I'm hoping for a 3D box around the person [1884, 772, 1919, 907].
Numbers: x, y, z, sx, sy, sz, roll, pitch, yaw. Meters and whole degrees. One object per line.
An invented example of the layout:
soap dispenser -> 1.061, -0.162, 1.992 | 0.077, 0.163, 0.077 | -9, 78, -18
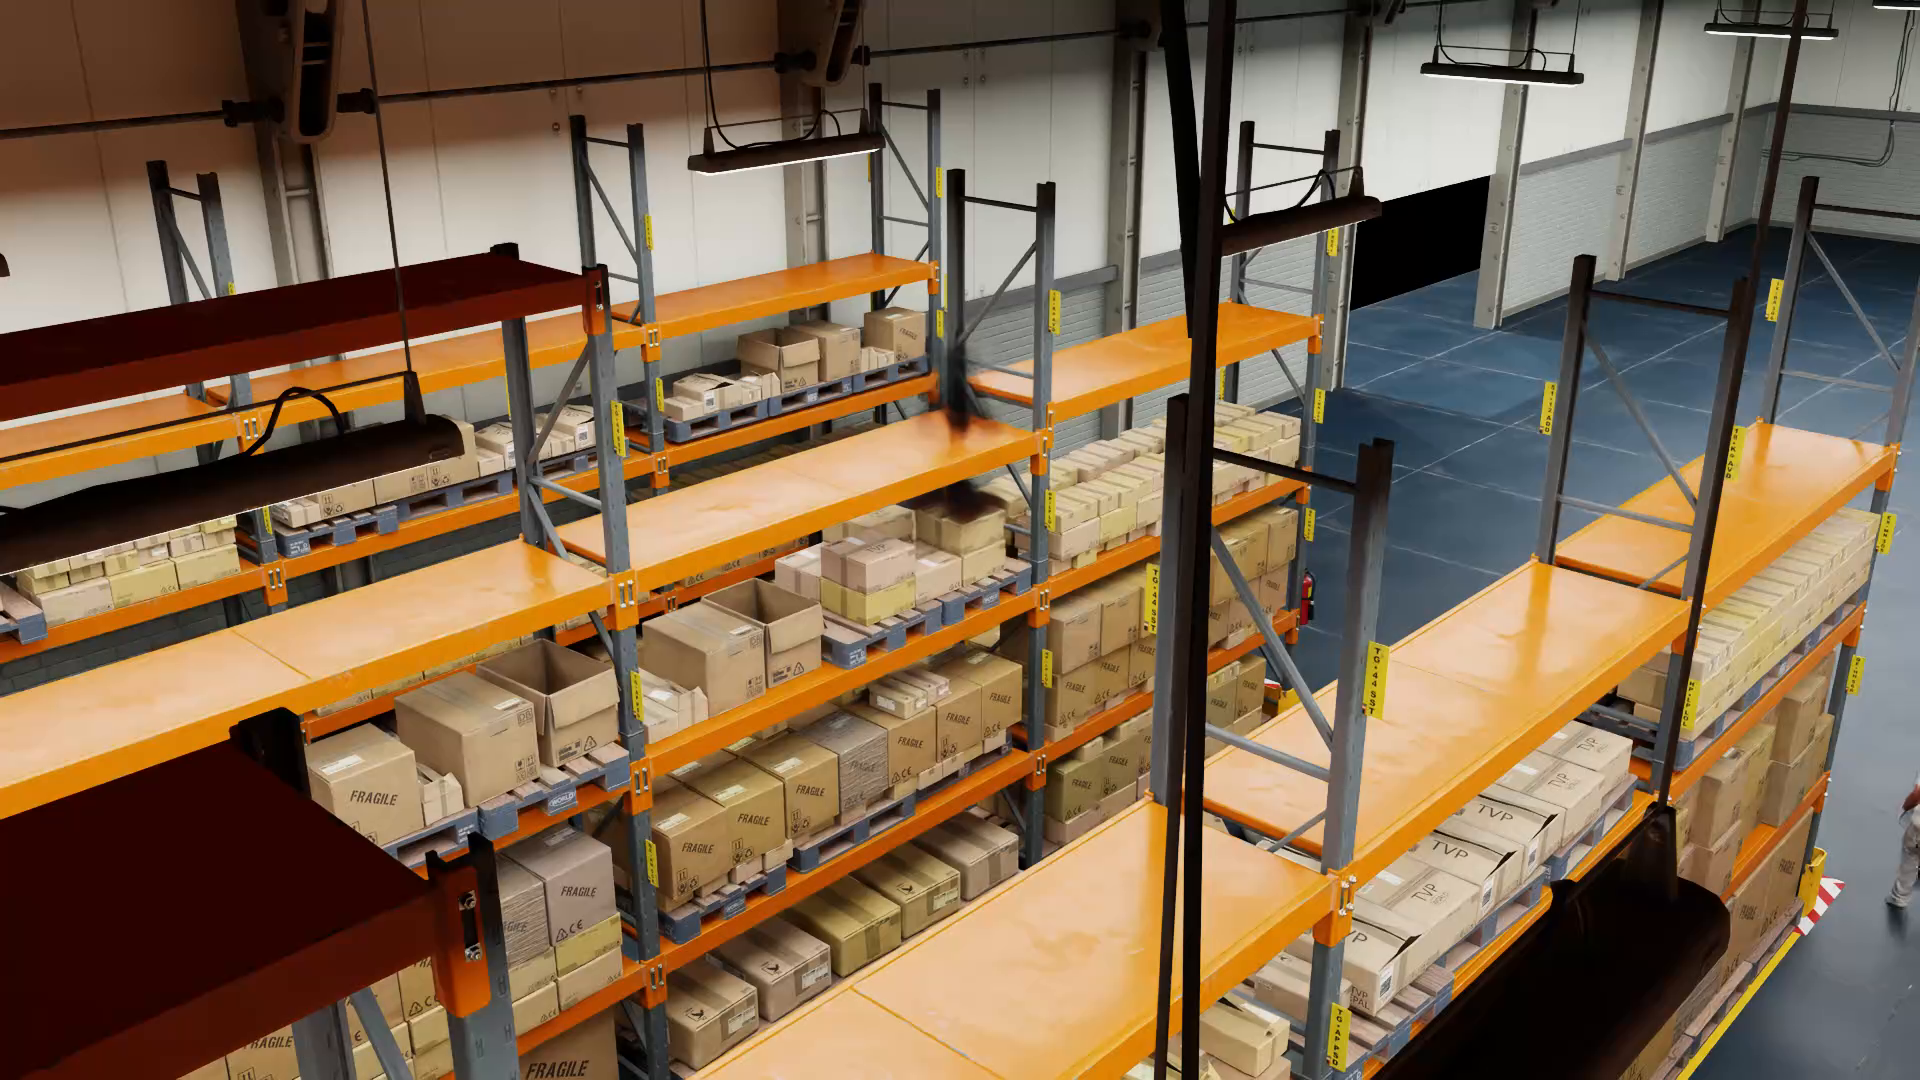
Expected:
person -> 7.939, 2.356, 13.486 | 0.706, 1.841, 0.821 | 4, 22, 10
